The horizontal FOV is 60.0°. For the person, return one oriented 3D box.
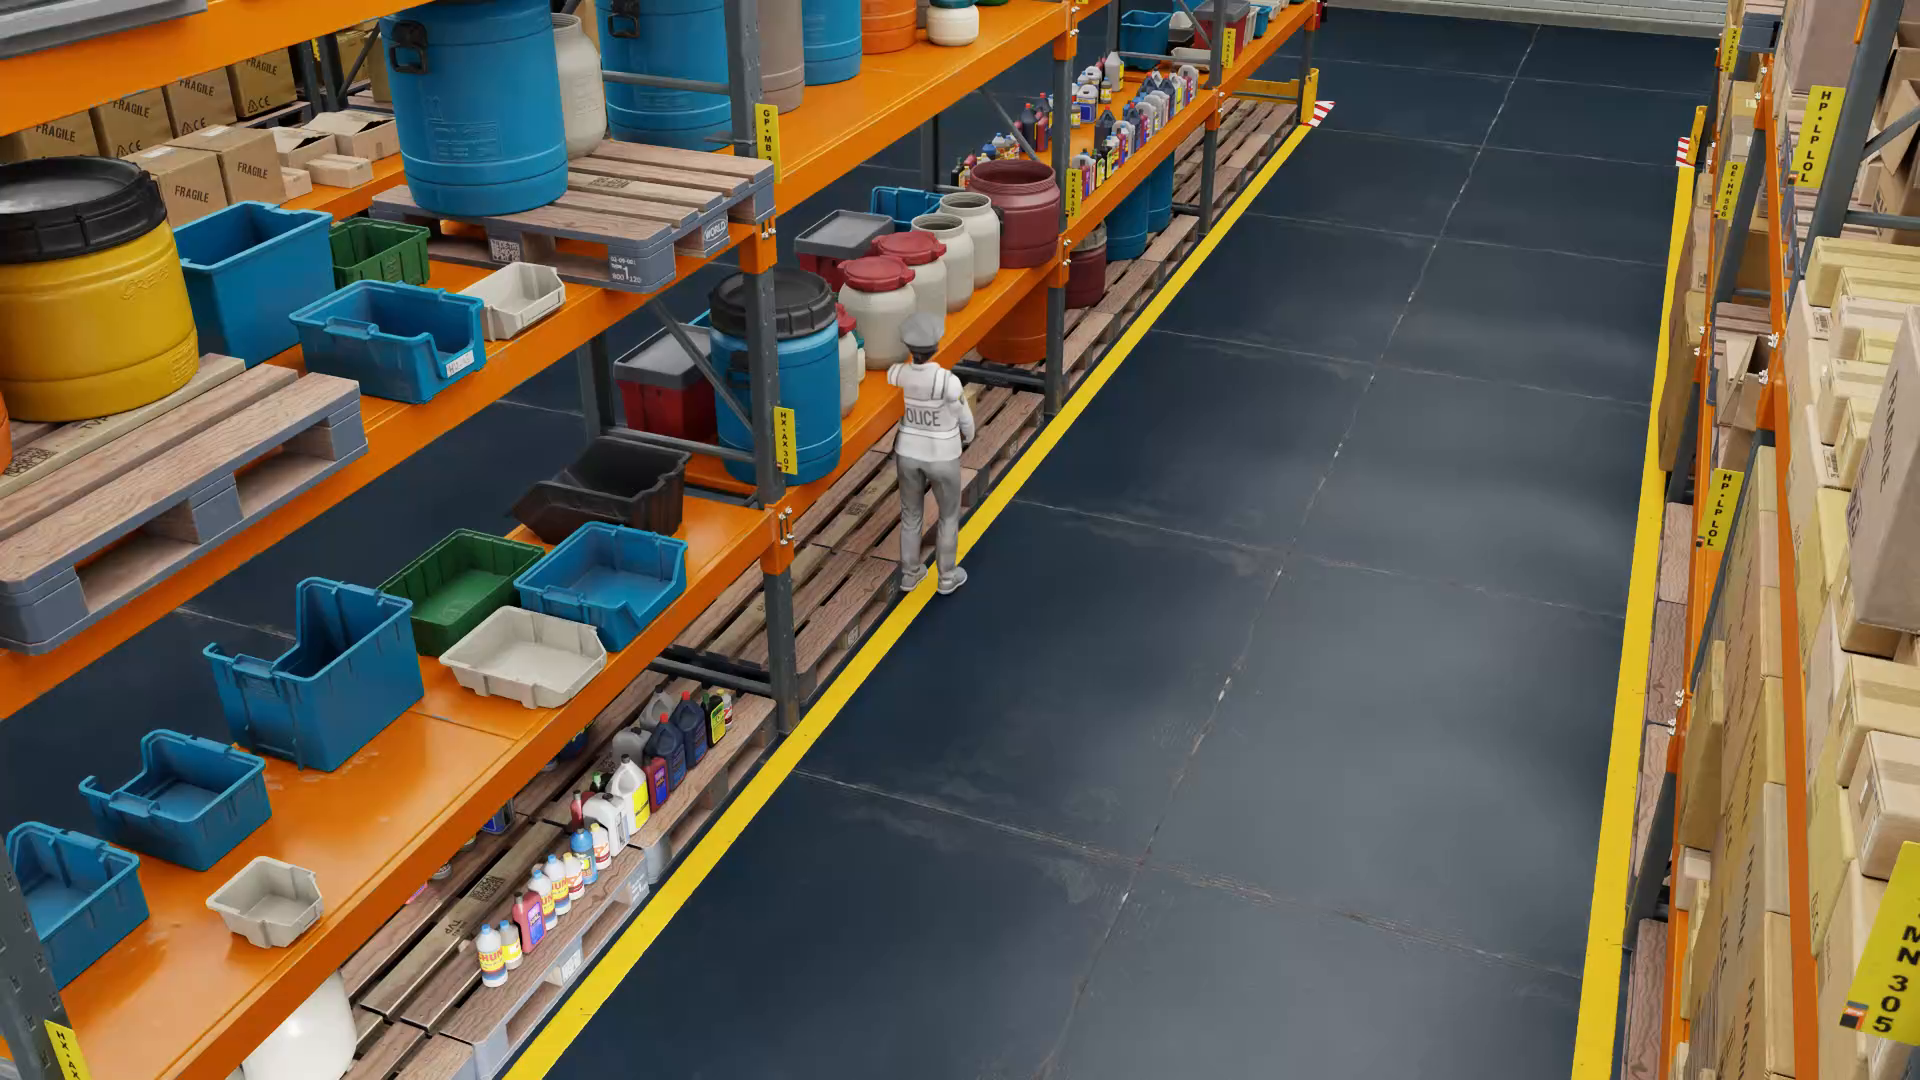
[{"bbox_3d":[-0.144,-0.493,9.232,0.446,1.691,0.518,11,32,19],"label":"person"}]
